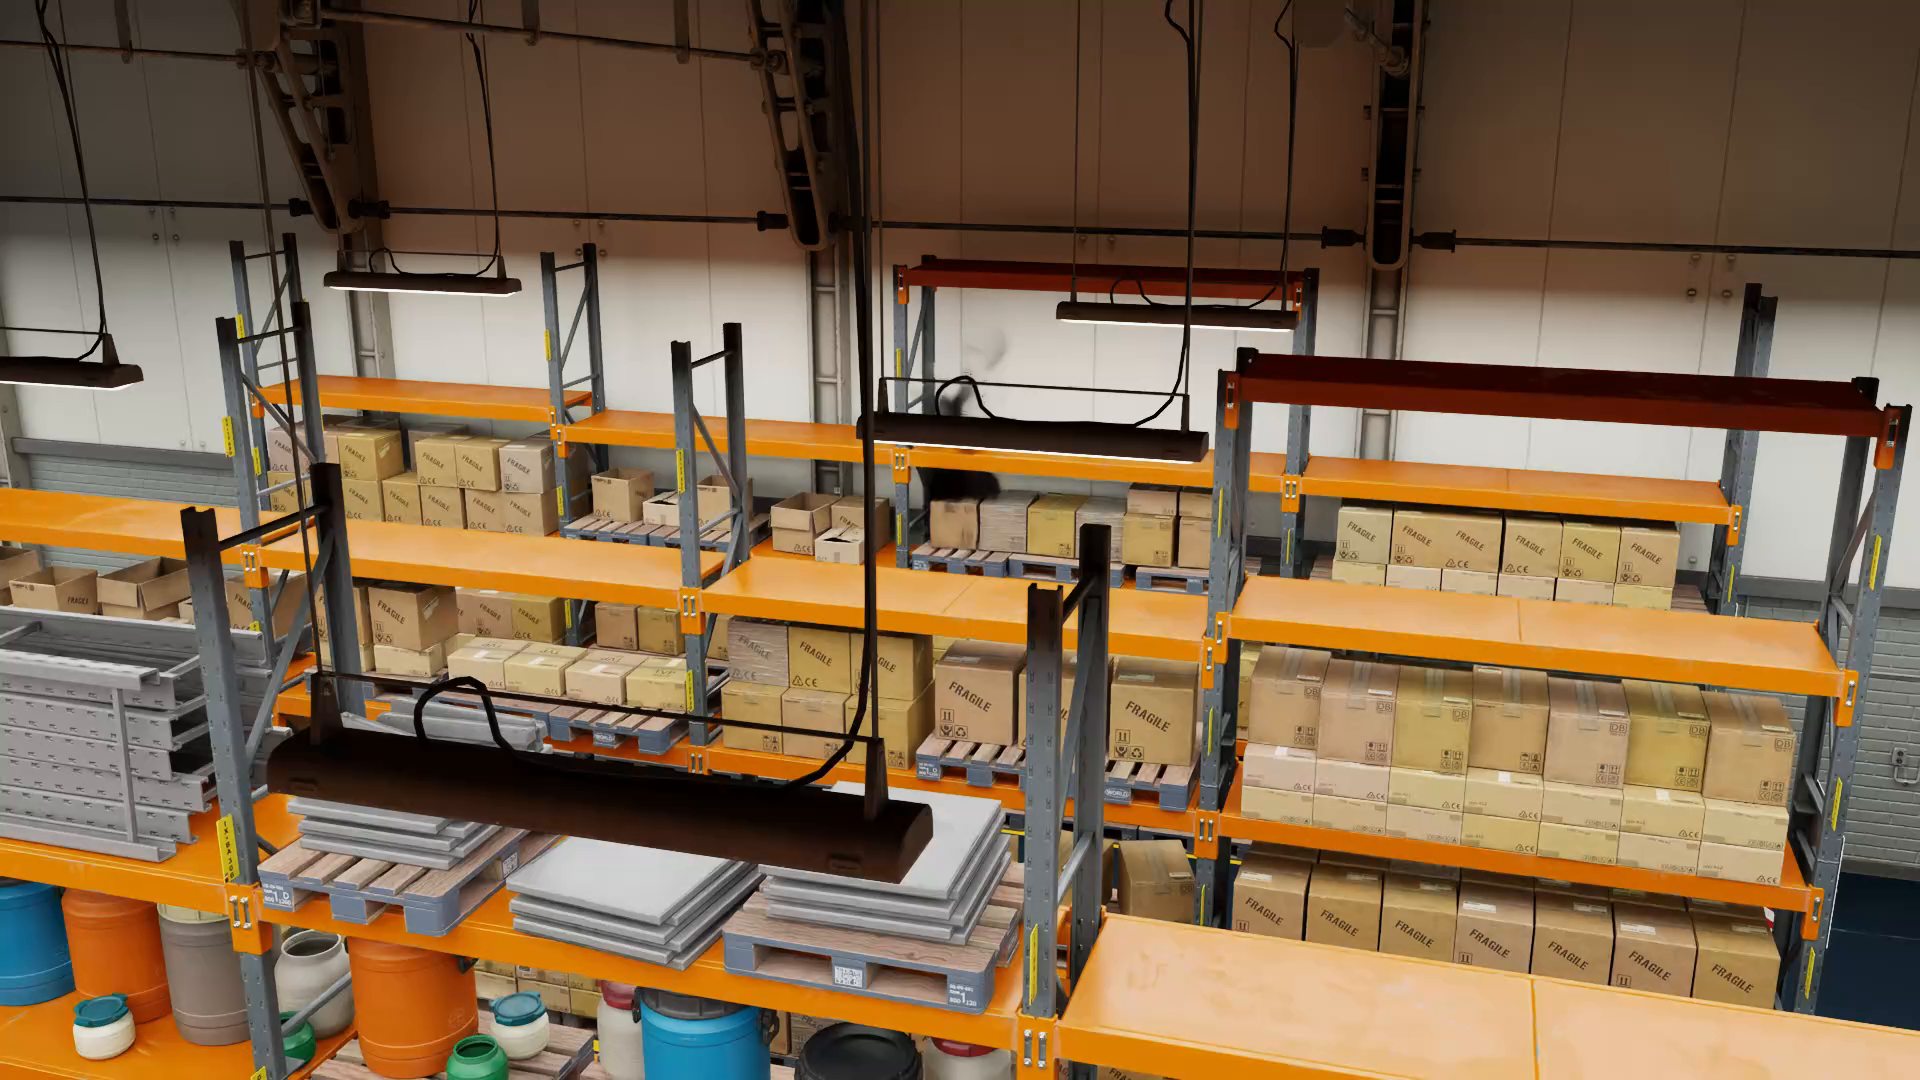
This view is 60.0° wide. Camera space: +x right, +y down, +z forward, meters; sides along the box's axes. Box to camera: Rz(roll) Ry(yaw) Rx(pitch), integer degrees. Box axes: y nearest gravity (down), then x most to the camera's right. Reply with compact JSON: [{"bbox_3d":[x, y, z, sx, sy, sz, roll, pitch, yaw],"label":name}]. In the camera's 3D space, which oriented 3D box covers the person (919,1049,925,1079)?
[{"bbox_3d":[-0.222,4.182,11.147,0.920,1.693,0.552,2,16,7],"label":"person"}]
